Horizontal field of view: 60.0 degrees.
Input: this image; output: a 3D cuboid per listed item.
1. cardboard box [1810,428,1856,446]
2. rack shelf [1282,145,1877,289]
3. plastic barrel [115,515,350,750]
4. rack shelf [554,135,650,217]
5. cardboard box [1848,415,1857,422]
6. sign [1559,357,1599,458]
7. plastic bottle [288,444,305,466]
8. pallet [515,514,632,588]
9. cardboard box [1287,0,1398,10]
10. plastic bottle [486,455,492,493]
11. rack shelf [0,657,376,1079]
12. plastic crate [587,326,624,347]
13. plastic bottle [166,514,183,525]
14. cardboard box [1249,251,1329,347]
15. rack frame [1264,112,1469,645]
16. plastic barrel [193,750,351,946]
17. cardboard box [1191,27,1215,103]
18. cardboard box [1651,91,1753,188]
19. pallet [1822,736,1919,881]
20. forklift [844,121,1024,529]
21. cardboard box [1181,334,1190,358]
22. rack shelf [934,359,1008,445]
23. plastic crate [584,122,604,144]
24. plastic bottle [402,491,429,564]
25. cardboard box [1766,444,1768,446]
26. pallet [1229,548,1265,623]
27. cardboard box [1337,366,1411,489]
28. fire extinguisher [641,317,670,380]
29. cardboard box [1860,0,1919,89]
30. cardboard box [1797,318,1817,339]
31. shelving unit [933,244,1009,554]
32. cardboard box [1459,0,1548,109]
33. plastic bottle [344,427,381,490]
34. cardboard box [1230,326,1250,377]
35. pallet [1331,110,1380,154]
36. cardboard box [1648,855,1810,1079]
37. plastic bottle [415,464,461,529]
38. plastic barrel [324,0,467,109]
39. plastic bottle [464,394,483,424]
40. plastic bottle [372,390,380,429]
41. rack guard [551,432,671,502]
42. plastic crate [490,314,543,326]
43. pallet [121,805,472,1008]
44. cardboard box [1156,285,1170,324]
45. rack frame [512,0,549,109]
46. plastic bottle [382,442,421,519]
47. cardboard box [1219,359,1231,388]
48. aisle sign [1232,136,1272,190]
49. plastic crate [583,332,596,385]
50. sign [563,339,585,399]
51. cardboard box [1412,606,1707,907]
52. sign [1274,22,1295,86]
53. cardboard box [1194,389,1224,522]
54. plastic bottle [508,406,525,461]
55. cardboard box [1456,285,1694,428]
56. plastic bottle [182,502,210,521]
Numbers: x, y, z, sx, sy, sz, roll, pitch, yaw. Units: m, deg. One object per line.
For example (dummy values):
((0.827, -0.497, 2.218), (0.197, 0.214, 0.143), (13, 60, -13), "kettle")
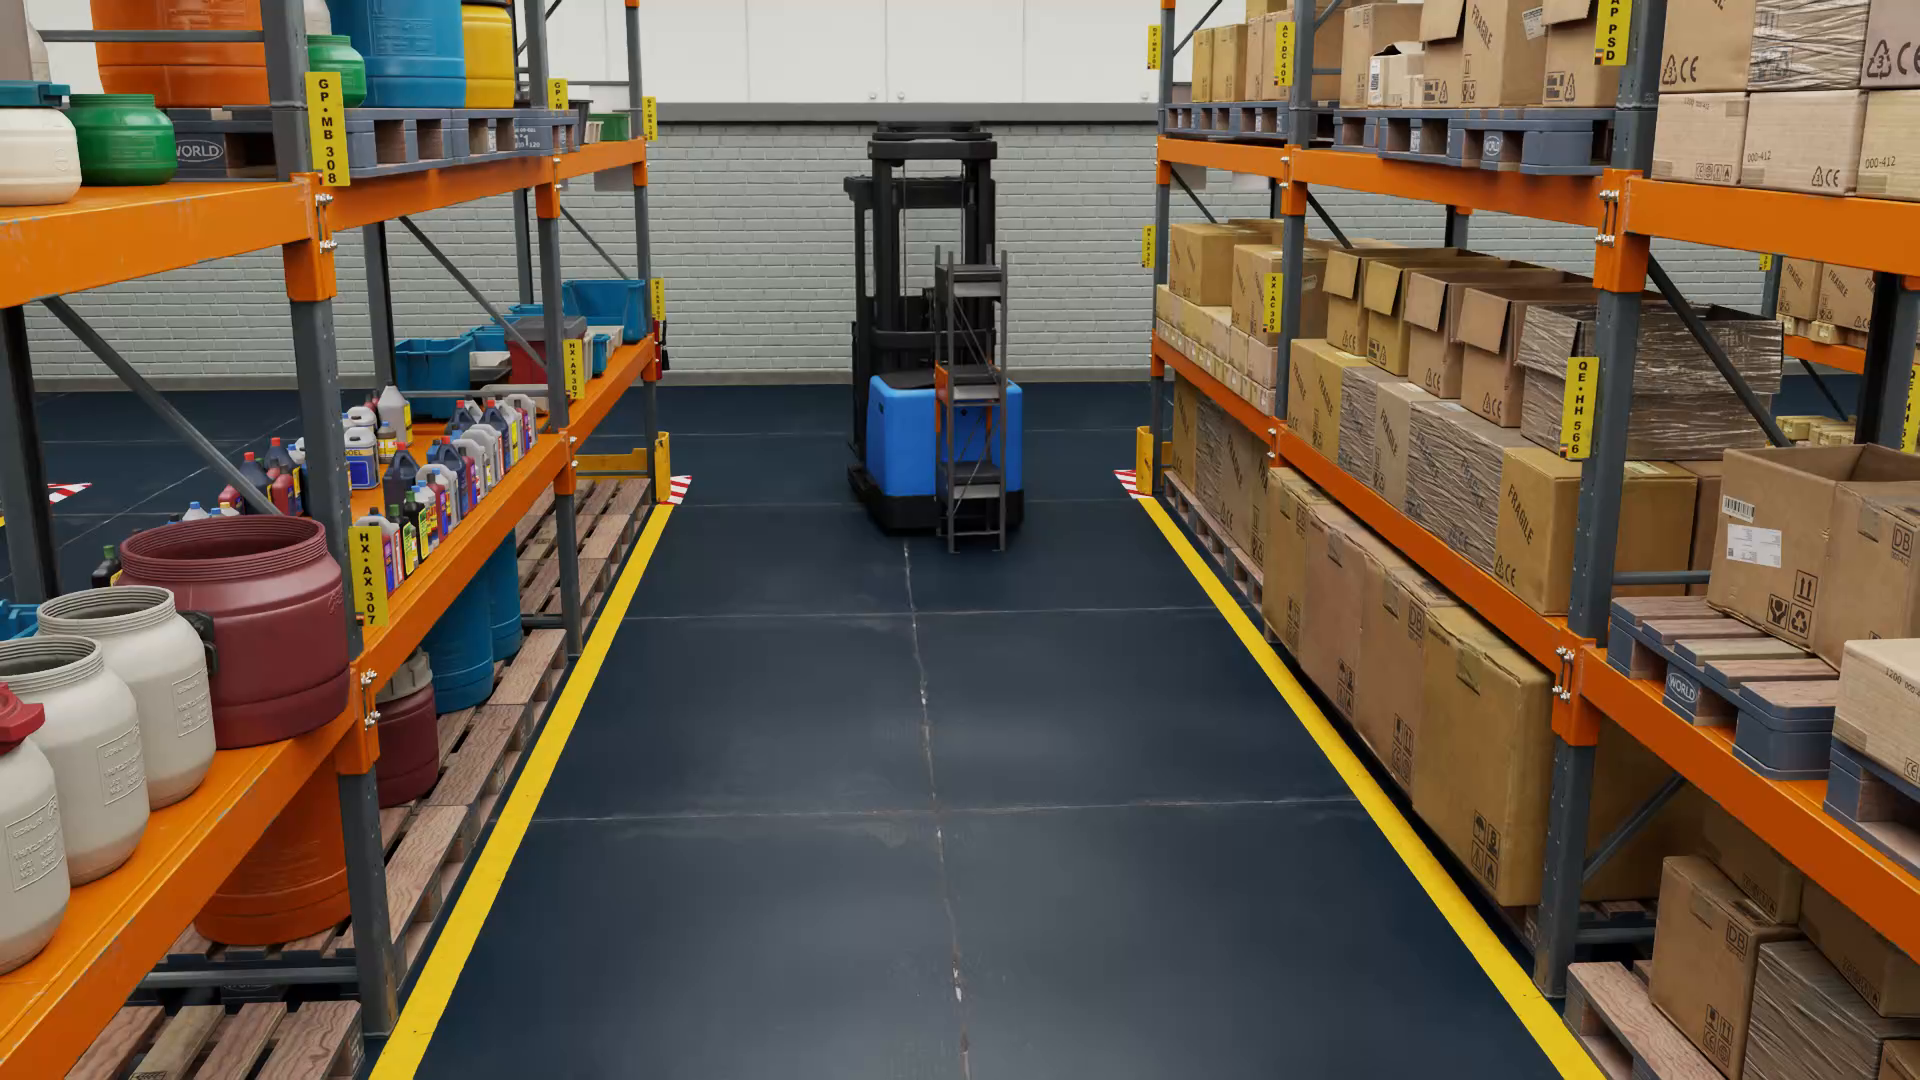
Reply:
((6.715, -0.756, 12.630), (0.380, 0.149, 0.250), (-1, 14, -4), "cardboard box")
((2.412, -1.473, 7.155), (1.077, 0.370, 4.000), (-1, 14, -3), "rack shelf")
((-2.076, 0.250, 4.761), (0.600, 0.536, 0.708), (-1, 14, -3), "plastic barrel")
((-2.779, -2.391, 10.724), (1.077, 0.370, 4.000), (-1, 14, -3), "rack shelf")
((7.283, -0.895, 13.171), (0.380, 0.149, 0.250), (-1, 14, -3), "cardboard box")
((1.982, -0.423, 5.325), (0.100, 0.325, 0.005), (-1, 14, -3), "sign")
((-2.955, -0.289, 7.388), (0.097, 0.271, 0.097), (0, 14, 0), "plastic bottle")
((-2.818, 0.075, 11.313), (1.003, 0.211, 1.213), (-1, 14, -3), "pallet")
((2.236, -3.216, 9.737), (0.500, 0.250, 0.500), (-2, 15, -7), "cardboard box")
((-2.212, -0.322, 7.657), (0.097, 0.201, 0.097), (0, 14, 0), "plastic bottle")
((-2.284, 1.051, 3.365), (1.077, 0.370, 4.000), (-1, 14, -3), "rack shelf")
((-2.672, -1.486, 12.189), (0.396, 0.136, 0.243), (-1, 14, -3), "plastic crate")
((-2.874, 0.039, 6.114), (0.097, 0.271, 0.097), (0, 14, 0), "plastic bottle")
((1.993, -1.411, 9.689), (0.500, 0.500, 0.500), (0, 14, -2), "cardboard box")
((2.288, -0.866, 9.372), (1.000, 3.000, 0.127), (-1, 14, -3), "rack frame")
((-2.455, 0.932, 5.899), (0.600, 0.830, 0.708), (-1, 14, -3), "plastic barrel")
((2.040, -3.343, 11.737), (0.700, 0.500, 0.500), (-1, 14, -5), "cardboard box")
((2.311, -1.130, 4.681), (0.500, 0.250, 0.500), (-1, 14, -2), "cardboard box")
((2.699, 0.713, 3.619), (1.003, 0.211, 1.213), (-1, 14, -3), "pallet")
((-0.316, -1.822, 13.227), (1.130, 2.935, 3.031), (-3, 15, -11), "forklift")
((1.798, -1.390, 11.914), (0.380, 0.149, 0.250), (-1, 14, -5), "cardboard box")
((0.071, -0.973, 11.651), (0.431, 0.518, 0.480), (-3, 15, -11), "rack shelf")
((-2.528, -2.599, 10.618), (0.437, 0.136, 0.530), (-1, 14, -3), "plastic crate")
((-2.117, -0.057, 6.463), (0.061, 0.283, 0.133), (-1, 14, -3), "plastic bottle")
((2.743, -0.173, 6.478), (0.500, 0.500, 0.500), (-1, 14, -5), "cardboard box")
((2.319, 0.294, 10.459), (1.003, 0.211, 1.213), (-1, 14, -3), "pallet")
((2.130, -0.547, 7.931), (0.500, 0.500, 0.500), (-1, 14, -5), "cardboard box")
((-2.459, -1.611, 13.171), (0.296, 0.674, 0.183), (-1, 14, -3), "fire extinguisher")
((2.374, -1.242, 3.611), (0.500, 0.500, 0.500), (-1, 14, -5), "cardboard box")
((6.747, -1.642, 12.894), (0.380, 0.149, 0.250), (0, 14, -1), "cardboard box")
((0.071, -0.987, 11.647), (0.431, 2.100, 0.503), (-3, 15, -11), "shelving unit")
((2.285, -1.940, 6.482), (0.500, 0.500, 0.500), (0, 14, 0), "cardboard box")
((-2.798, -0.380, 7.734), (0.152, 0.276, 0.135), (-1, 14, -3), "plastic bottle")
((1.964, -1.172, 10.265), (0.500, 0.250, 0.500), (0, 14, -2), "cardboard box")
((2.394, -1.999, 8.139), (0.805, 0.209, 1.217), (-1, 15, -6), "pallet")
((2.597, 1.293, 5.116), (0.700, 0.500, 0.500), (-2, 15, -6), "cardboard box")
((-2.198, -0.192, 7.002), (0.152, 0.276, 0.135), (-1, 14, -3), "plastic bottle")
((-2.397, -2.266, 6.946), (0.600, 0.901, 0.708), (-1, 14, -3), "plastic barrel")
((-2.416, -0.540, 8.204), (0.144, 0.351, 0.185), (-1, 14, -3), "plastic bottle")
((-3.058, -0.635, 8.710), (0.061, 0.283, 0.133), (-1, 14, -3), "plastic bottle")
((-2.918, -0.580, 13.275), (1.175, 0.500, 0.348), (-1, 14, -3), "rack guard")
((-3.176, -1.502, 12.060), (0.416, 0.233, 0.300), (-1, 14, -3), "plastic crate")
((-2.498, 1.360, 6.316), (1.003, 0.211, 1.213), (-1, 14, -3), "pallet")
((1.800, -1.809, 12.740), (0.500, 0.250, 0.500), (-1, 14, -5), "cardboard box")
((-2.655, -3.695, 8.328), (1.000, 3.000, 0.127), (-1, 14, -3), "rack frame")
((-2.347, -0.232, 7.008), (0.144, 0.351, 0.185), (-1, 14, -3), "plastic bottle")
((1.878, -1.071, 10.673), (0.380, 0.149, 0.250), (-1, 14, -2), "cardboard box")
((2.335, -3.142, 13.002), (0.394, 0.787, 0.004), (-1, 14, -3), "aisle sign")
((-2.566, -1.144, 10.569), (0.437, 0.282, 0.530), (-1, 14, -3), "plastic crate")
((-2.106, -0.932, 9.072), (0.100, 0.325, 0.005), (-1, 14, -3), "sign")
((2.514, 0.782, 6.387), (1.225, 0.875, 0.875), (-2, 15, -6), "cardboard box")
((1.734, -2.598, 8.889), (0.100, 0.325, 0.005), (-1, 14, -3), "sign")
((2.216, -0.651, 11.958), (0.875, 0.875, 0.875), (-1, 14, -3), "cardboard box")
((-2.286, -0.546, 8.376), (0.152, 0.276, 0.135), (-1, 14, -3), "plastic bottle")
((2.469, -0.750, 6.706), (0.797, 0.503, 0.637), (-1, 14, -2), "cardboard box")
((-2.886, -0.010, 6.302), (0.097, 0.271, 0.097), (0, 14, 0), "plastic bottle")
